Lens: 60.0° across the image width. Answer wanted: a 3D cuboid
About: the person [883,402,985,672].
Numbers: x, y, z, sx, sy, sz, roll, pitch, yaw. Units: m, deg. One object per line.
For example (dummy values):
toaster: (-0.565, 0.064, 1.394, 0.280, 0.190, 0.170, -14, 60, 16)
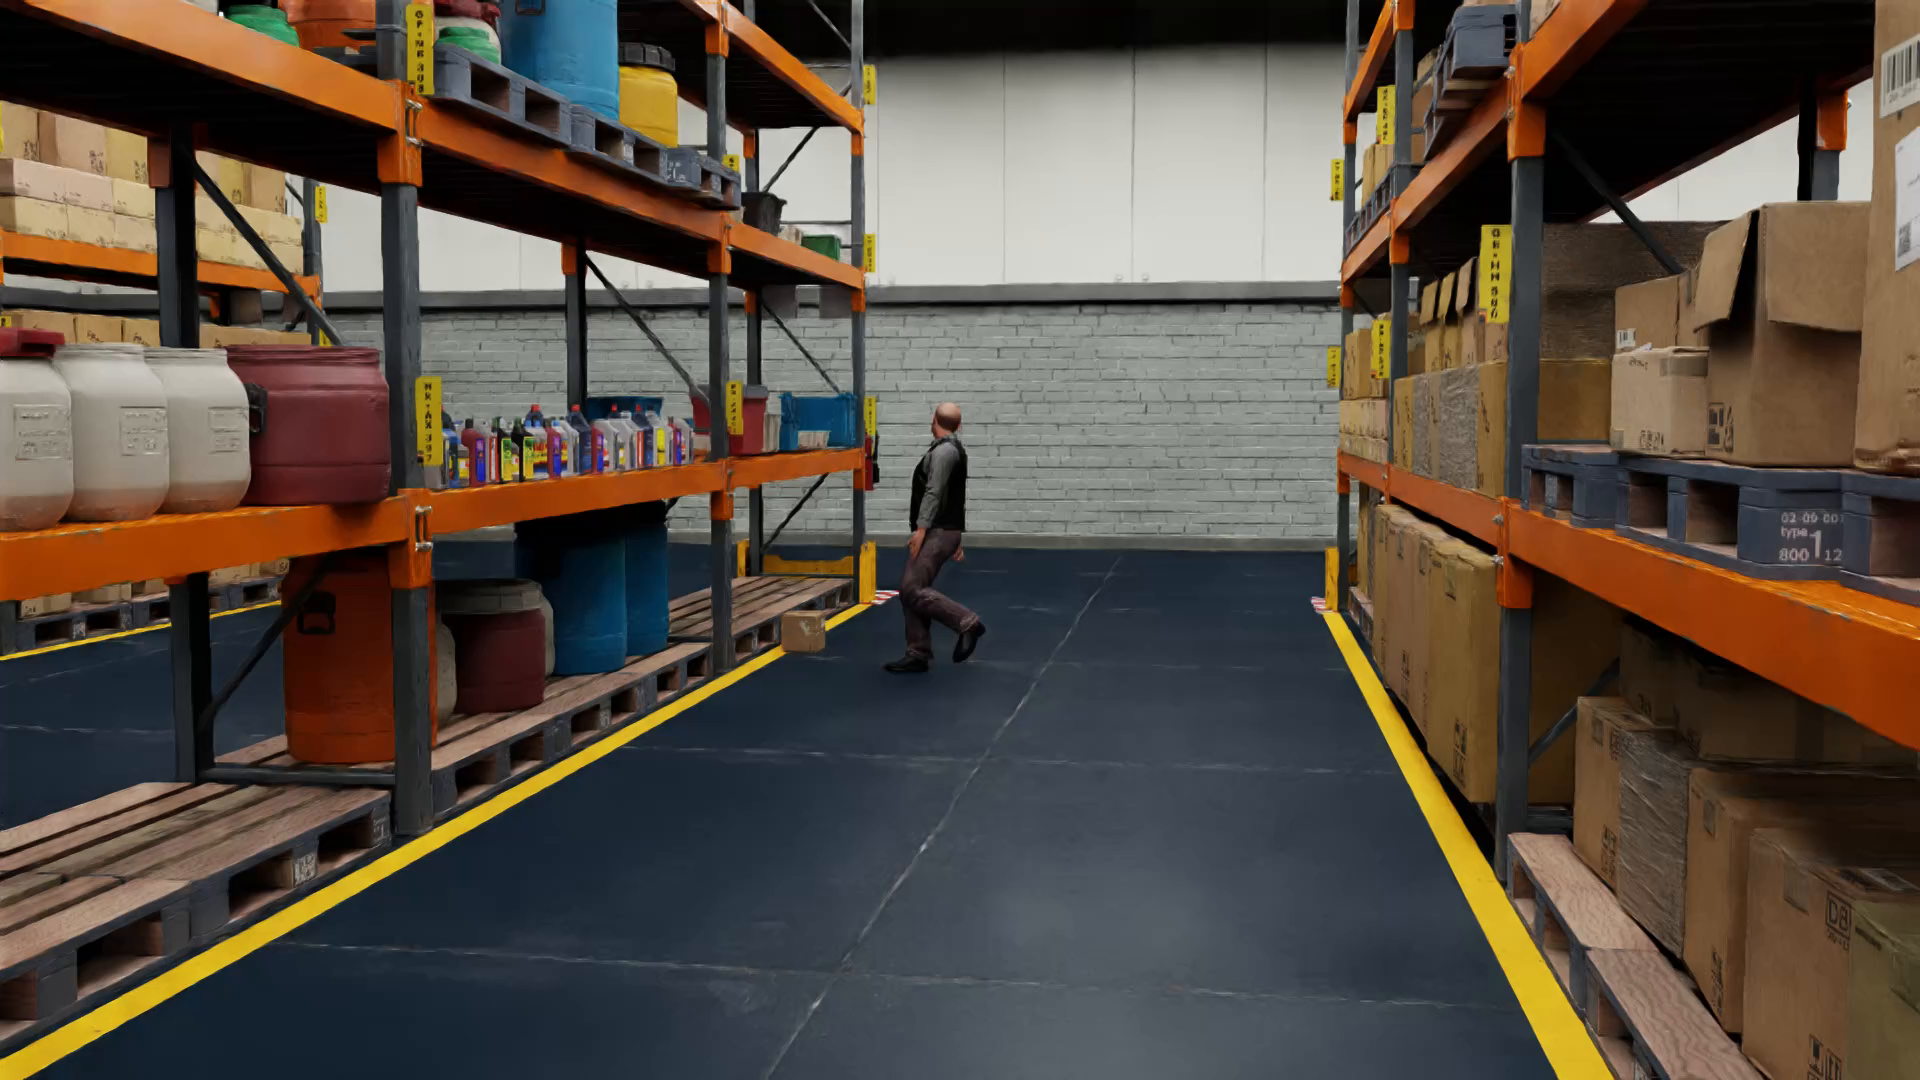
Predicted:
person: (-0.163, -0.028, 10.447, 0.636, 1.681, 0.580, 0, 4, -1)
